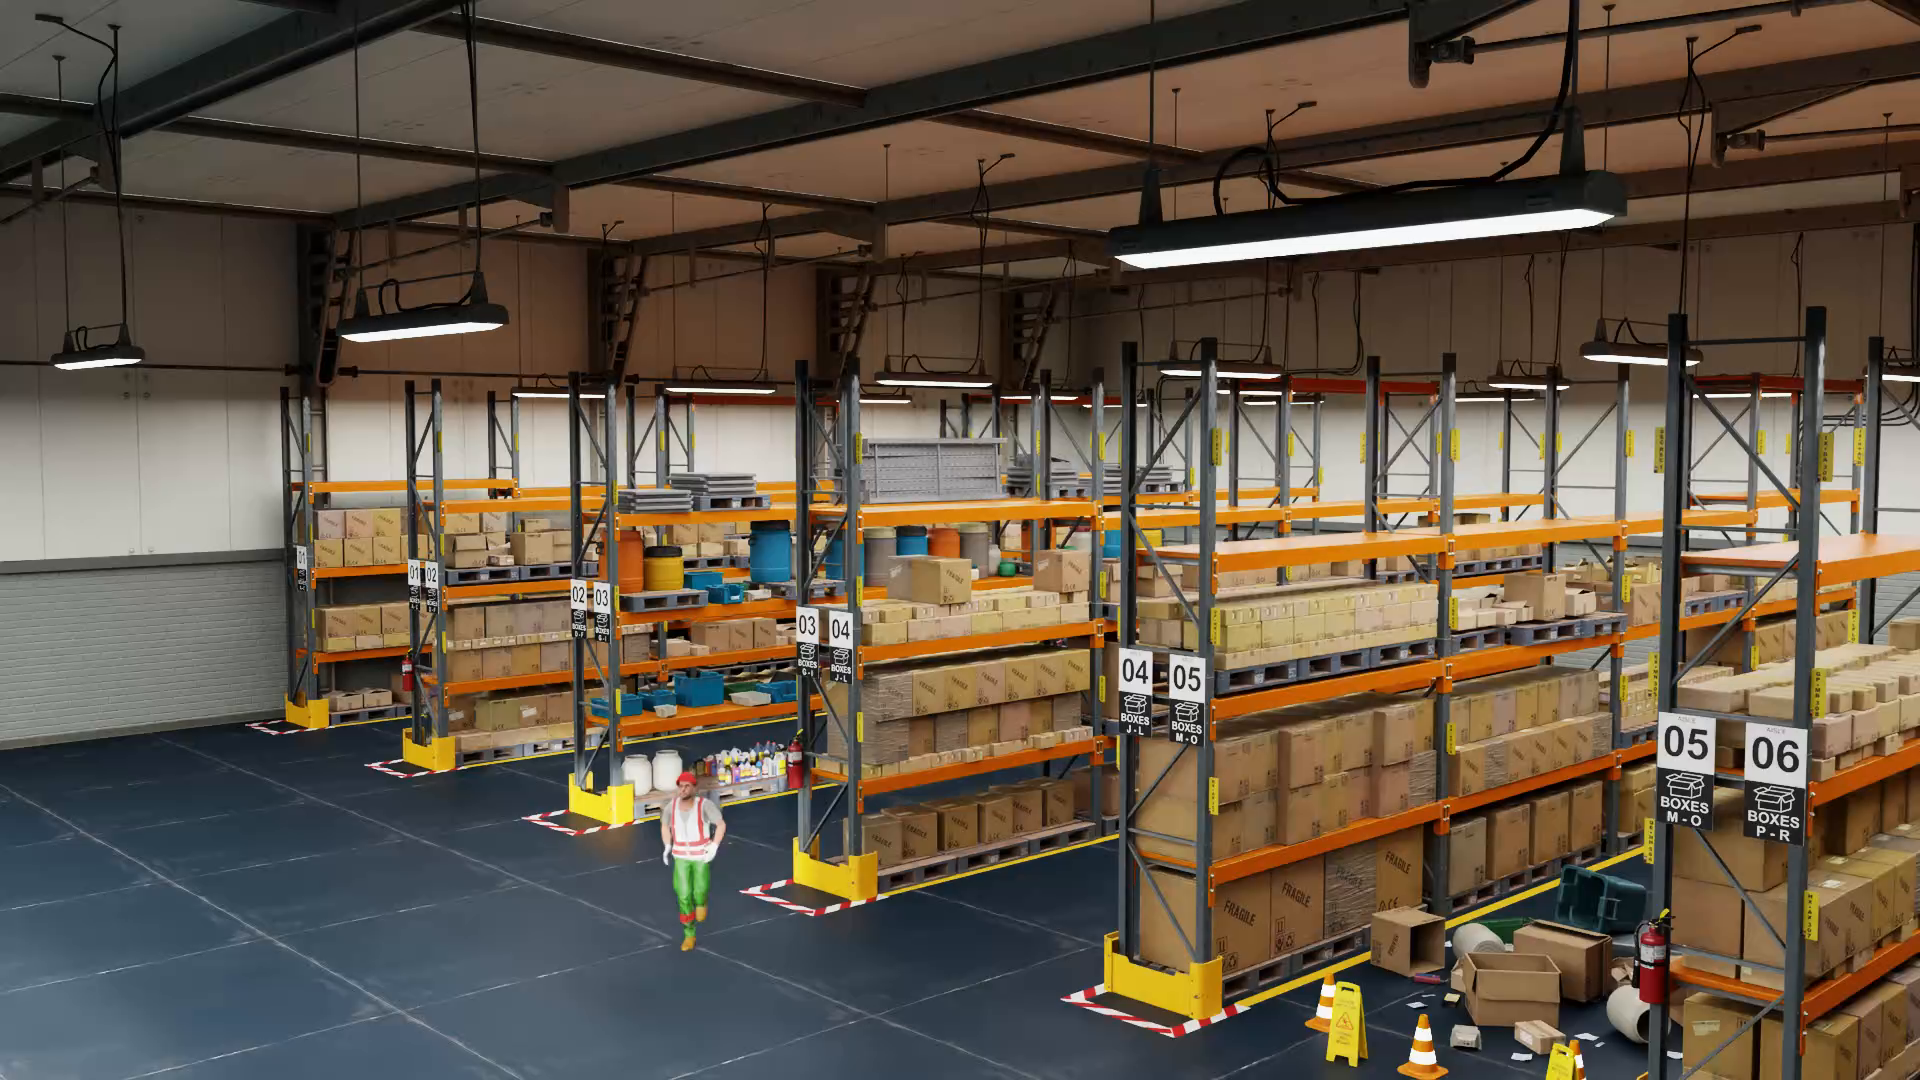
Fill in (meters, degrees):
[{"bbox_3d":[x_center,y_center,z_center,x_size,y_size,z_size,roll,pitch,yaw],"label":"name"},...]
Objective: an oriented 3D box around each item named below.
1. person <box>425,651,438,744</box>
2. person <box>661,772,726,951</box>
[{"bbox_3d":[-8.700,2.605,27.902,0.697,1.590,0.533,-3,5,-42],"label":"person"},{"bbox_3d":[-2.706,3.213,16.913,0.662,1.775,0.689,0,4,4],"label":"person"}]
